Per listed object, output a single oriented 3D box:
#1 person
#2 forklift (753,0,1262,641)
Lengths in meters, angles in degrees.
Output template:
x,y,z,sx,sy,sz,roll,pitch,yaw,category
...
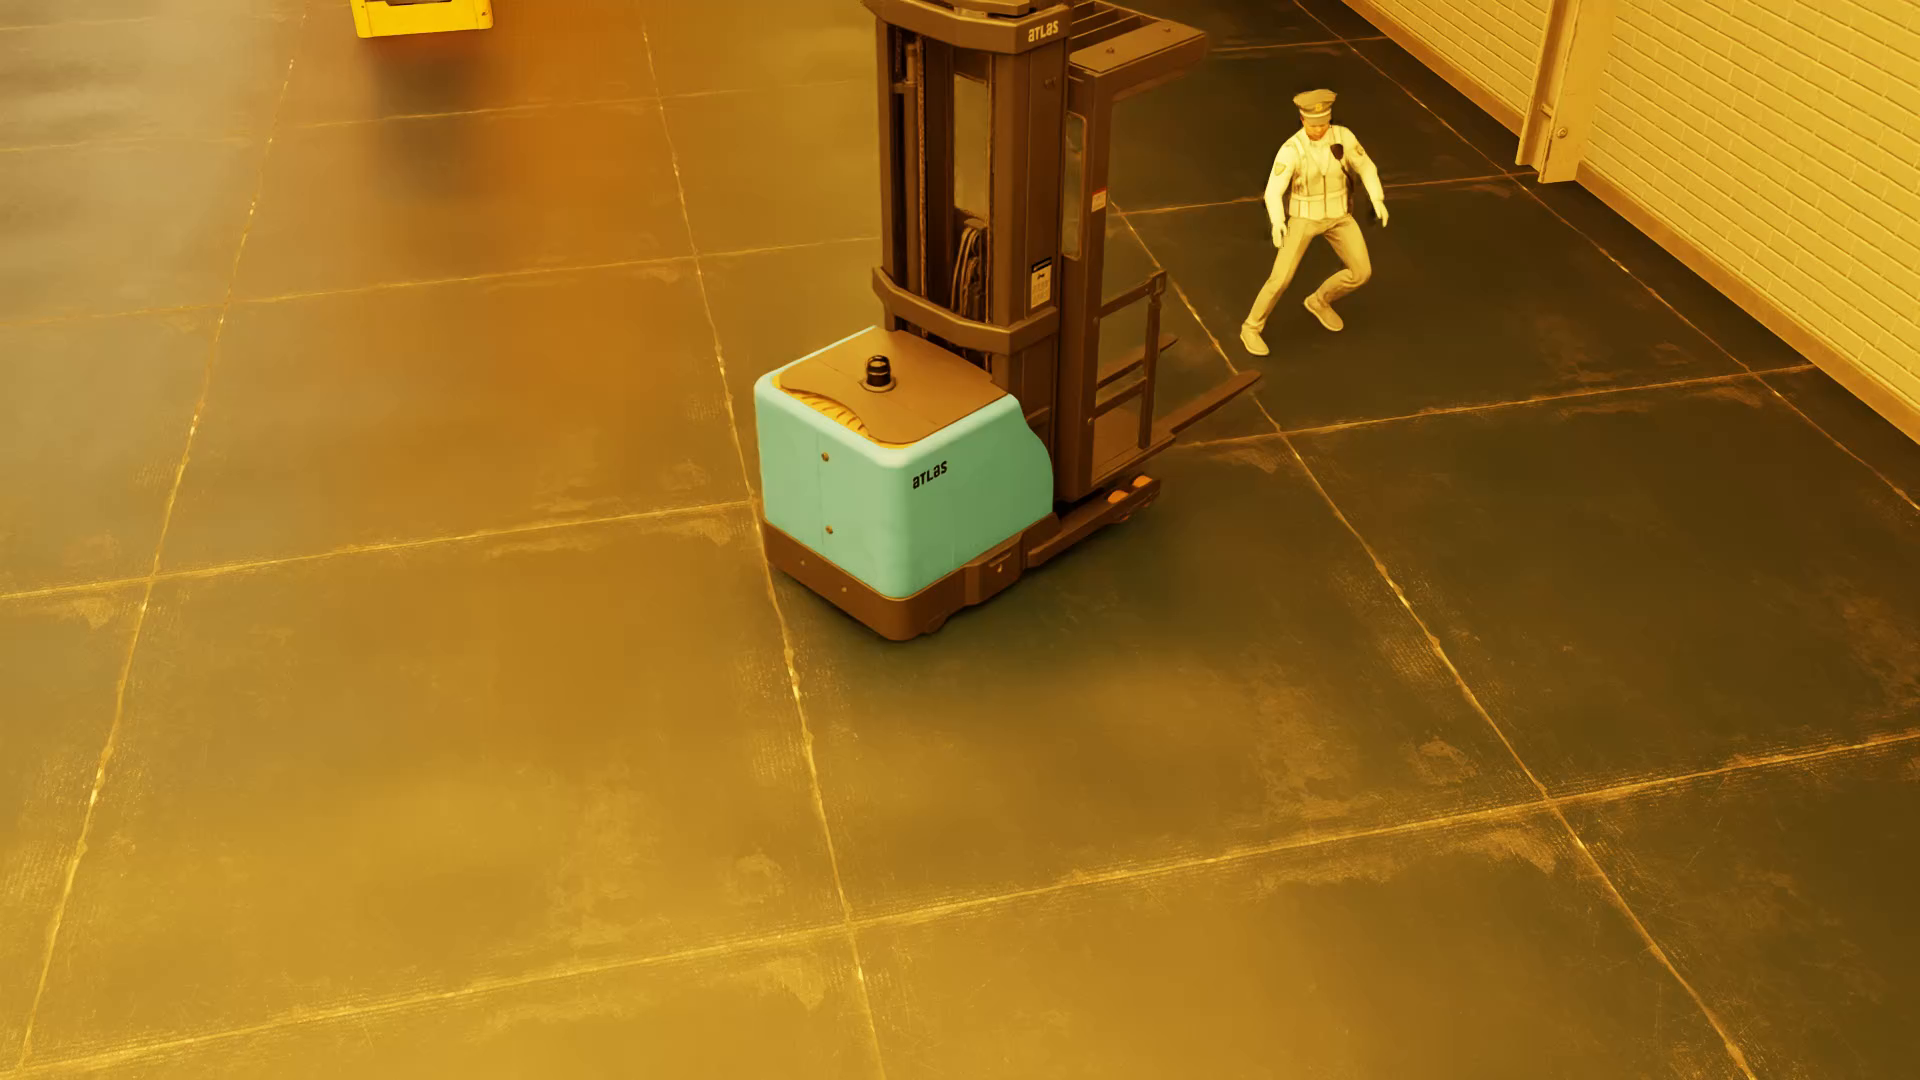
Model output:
x,y,z,sx,sy,sz,roll,pitch,yaw,category
2.121,-1.871,9.861,0.781,1.513,0.638,-4,36,-5,person
0.417,-1.475,8.099,3.031,2.935,1.130,-30,45,-35,forklift
